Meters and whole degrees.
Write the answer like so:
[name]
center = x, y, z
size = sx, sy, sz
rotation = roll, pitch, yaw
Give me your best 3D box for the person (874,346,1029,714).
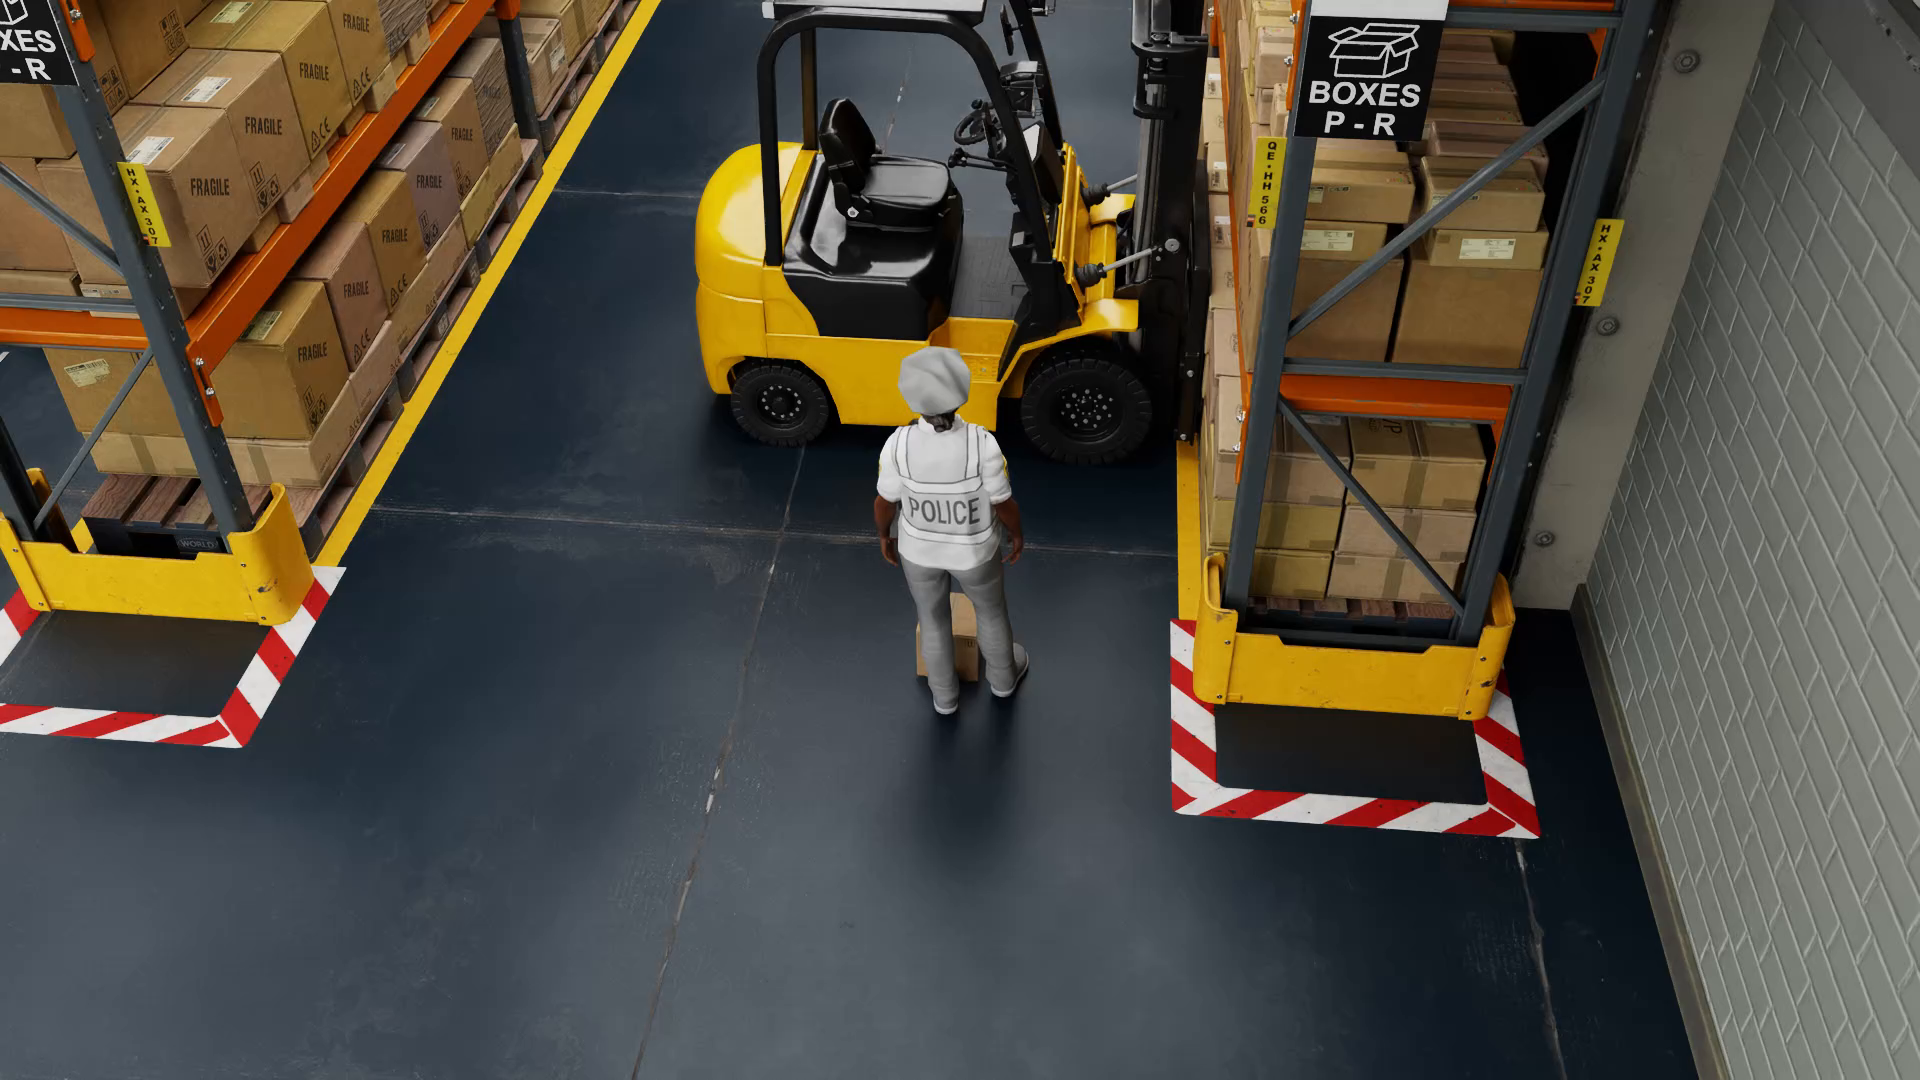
[person]
center = -0.019, -0.032, 6.156
size = 0.570, 1.695, 0.527
rotation = 3, 40, 4
